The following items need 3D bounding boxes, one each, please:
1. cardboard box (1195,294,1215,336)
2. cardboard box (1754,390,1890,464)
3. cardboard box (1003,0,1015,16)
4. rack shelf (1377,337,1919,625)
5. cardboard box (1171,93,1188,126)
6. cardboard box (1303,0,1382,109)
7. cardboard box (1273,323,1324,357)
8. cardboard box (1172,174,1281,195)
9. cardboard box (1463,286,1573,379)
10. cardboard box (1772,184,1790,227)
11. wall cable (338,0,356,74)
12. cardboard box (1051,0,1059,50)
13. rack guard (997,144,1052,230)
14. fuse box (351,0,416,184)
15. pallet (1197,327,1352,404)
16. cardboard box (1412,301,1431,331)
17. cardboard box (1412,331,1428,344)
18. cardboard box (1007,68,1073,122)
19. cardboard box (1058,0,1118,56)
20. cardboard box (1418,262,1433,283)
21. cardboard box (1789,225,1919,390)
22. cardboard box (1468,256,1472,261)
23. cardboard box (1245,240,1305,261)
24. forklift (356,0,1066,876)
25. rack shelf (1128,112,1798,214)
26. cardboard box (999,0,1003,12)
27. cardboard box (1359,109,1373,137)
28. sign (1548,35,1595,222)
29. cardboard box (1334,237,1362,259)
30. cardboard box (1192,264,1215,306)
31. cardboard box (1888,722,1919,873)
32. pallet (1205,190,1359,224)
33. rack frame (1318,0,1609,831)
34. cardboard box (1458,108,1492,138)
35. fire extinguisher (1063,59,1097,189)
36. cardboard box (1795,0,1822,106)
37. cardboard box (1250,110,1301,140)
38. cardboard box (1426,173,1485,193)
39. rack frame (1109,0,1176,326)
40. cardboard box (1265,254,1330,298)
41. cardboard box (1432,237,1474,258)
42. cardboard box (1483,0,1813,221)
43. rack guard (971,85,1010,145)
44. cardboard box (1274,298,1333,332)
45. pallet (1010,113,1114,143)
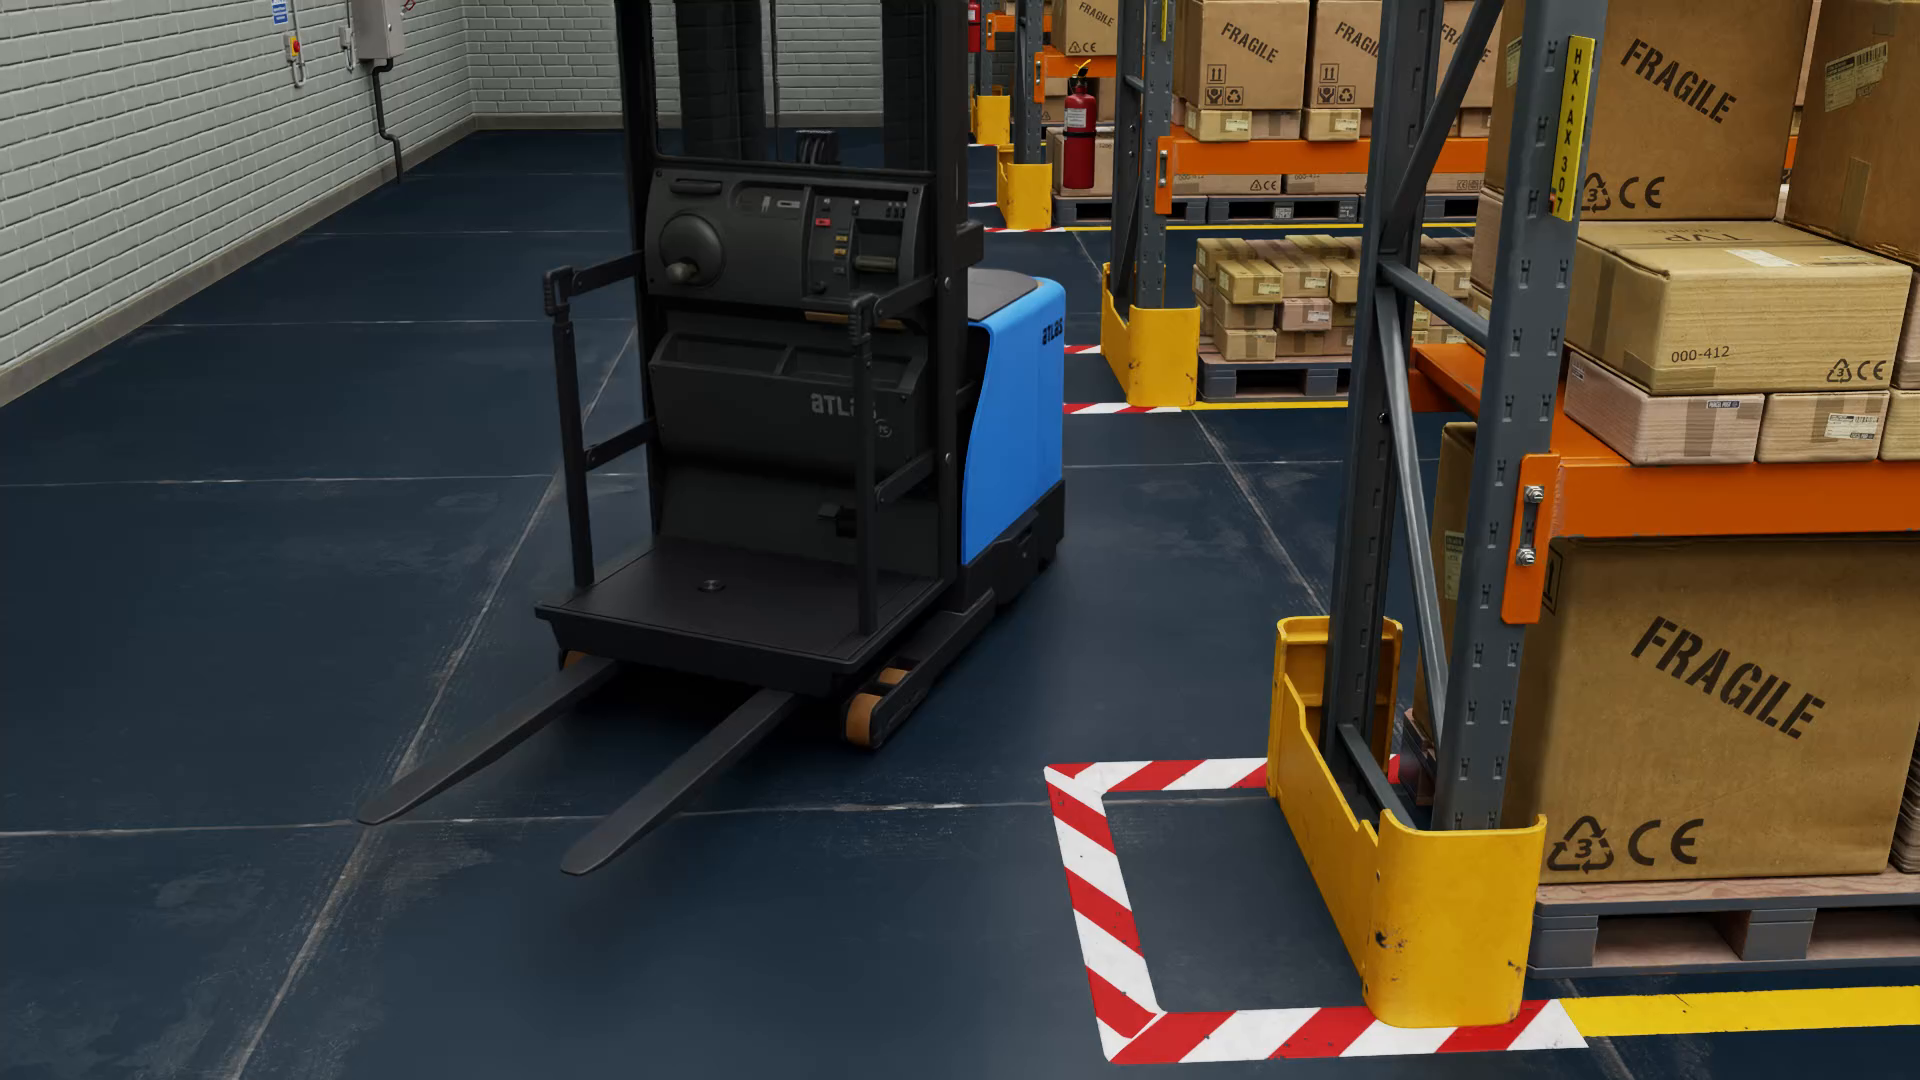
[{"bbox_3d":[1.433,-1.227,9.045,0.250,0.149,0.380,-1,21,-2],"label":"cardboard box"},{"bbox_3d":[1.731,-0.293,3.527,0.250,0.149,0.380,-1,21,-4],"label":"cardboard box"},{"bbox_3d":[0.593,-5.590,17.440,0.250,0.149,0.380,-1,21,-3],"label":"cardboard box"},{"bbox_3d":[3.099,-0.219,3.991,4.000,0.370,1.077,-1,21,-3],"label":"rack shelf"},{"bbox_3d":[1.229,-2.268,8.715,0.250,0.149,0.380,-1,21,-3],"label":"cardboard box"},{"bbox_3d":[1.916,-2.395,8.137,0.500,0.500,0.500,-1,21,-3],"label":"cardboard box"},{"bbox_3d":[1.718,-1.074,8.642,0.250,0.149,0.380,-1,21,-3],"label":"cardboard box"},{"bbox_3d":[2.102,-3.104,13.569,0.875,0.438,0.875,-1,21,-2],"label":"cardboard box"},{"bbox_3d":[1.439,-0.521,4.127,0.250,0.149,0.380,-1,21,-2],"label":"cardboard box"},{"bbox_3d":[2.077,-0.697,4.030,0.500,0.250,0.500,-2,21,-4],"label":"cardboard box"},{"bbox_3d":[-5.185,-4.890,13.822,0.122,1.984,0.588,-1,21,-3],"label":"wall cable"},{"bbox_3d":[1.003,-4.185,13.257,0.500,0.500,0.500,-1,21,-3],"label":"cardboard box"},{"bbox_3d":[0.512,-2.866,13.446,0.348,0.500,1.175,-1,21,-3],"label":"rack guard"},{"bbox_3d":[-5.066,-4.059,14.877,0.414,1.711,0.539,-1,21,-3],"label":"fuse box"},{"bbox_3d":[1.809,-0.981,8.900,1.213,0.211,1.003,-1,21,-3],"label":"pallet"},{"bbox_3d":[2.236,-1.189,8.527,0.250,0.149,0.380,-1,21,-1],"label":"cardboard box"},{"bbox_3d":[2.227,-1.047,8.573,0.250,0.149,0.380,-1,21,-2],"label":"cardboard box"},{"bbox_3d":[0.865,-4.806,17.947,0.637,0.503,0.797,-2,21,-5],"label":"cardboard box"},{"bbox_3d":[1.032,-3.989,12.742,0.500,0.500,0.500,-1,21,-3],"label":"cardboard box"},{"bbox_3d":[2.232,-1.353,8.538,0.250,0.149,0.380,-2,21,-6],"label":"cardboard box"},{"bbox_3d":[2.115,-0.510,3.537,0.500,0.250,0.500,-1,21,-4],"label":"cardboard box"},{"bbox_3d":[2.775,-1.344,8.516,0.250,0.149,0.380,-1,21,-2],"label":"cardboard box"},{"bbox_3d":[1.688,-1.506,8.941,0.250,0.149,0.380,-1,21,-2],"label":"cardboard box"},{"bbox_3d":[-0.626,-0.915,4.905,1.130,2.935,3.031,8,22,21],"label":"forklift"},{"bbox_3d":[2.916,-1.983,8.624,4.000,0.370,1.077,-1,21,-3],"label":"rack shelf"},{"bbox_3d":[0.565,-5.782,17.946,0.250,0.149,0.380,-1,21,-4],"label":"cardboard box"},{"bbox_3d":[2.036,-2.111,8.304,0.250,0.149,0.380,0,21,-1],"label":"cardboard box"},{"bbox_3d":[1.127,-0.759,3.070,0.005,0.325,0.100,-1,21,-3],"label":"sign"},{"bbox_3d":[2.201,-1.539,9.028,0.250,0.149,0.380,-2,21,-5],"label":"cardboard box"},{"bbox_3d":[1.430,-1.393,9.063,0.250,0.149,0.380,-2,21,-5],"label":"cardboard box"},{"bbox_3d":[2.645,0.222,4.217,0.875,0.875,0.875,-1,21,-3],"label":"cardboard box"},{"bbox_3d":[2.545,-2.799,13.677,1.213,0.211,1.003,-1,21,-3],"label":"pallet"},{"bbox_3d":[1.102,-0.514,3.756,0.127,3.000,1.000,-1,21,-3],"label":"rack frame"},{"bbox_3d":[2.556,-2.103,8.282,0.250,0.149,0.380,-2,21,-4],"label":"cardboard box"},{"bbox_3d":[0.642,-2.227,8.887,0.183,0.674,0.296,-1,21,-3],"label":"fire extinguisher"},{"bbox_3d":[3.928,-2.425,8.216,0.500,0.500,0.500,-2,21,-5],"label":"cardboard box"},{"bbox_3d":[1.513,-2.071,8.198,0.250,0.149,0.380,0,21,-1],"label":"cardboard box"},{"bbox_3d":[3.897,-3.140,13.664,0.875,0.438,0.875,-1,21,-4],"label":"cardboard box"},{"bbox_3d":[0.920,-2.278,8.389,0.127,3.000,1.000,-1,21,-3],"label":"rack frame"},{"bbox_3d":[1.730,-1.359,8.554,0.250,0.149,0.380,-1,21,-2],"label":"cardboard box"},{"bbox_3d":[2.736,-1.530,9.004,0.250,0.149,0.380,-2,21,-5],"label":"cardboard box"},{"bbox_3d":[1.573,-1.037,3.868,0.500,0.500,0.500,-1,21,-2],"label":"cardboard box"},{"bbox_3d":[0.325,-4.631,18.082,0.348,0.500,1.175,-1,21,-3],"label":"rack guard"},{"bbox_3d":[1.734,-1.186,8.519,0.250,0.149,0.380,-1,21,-3],"label":"cardboard box"},{"bbox_3d":[1.121,-4.513,18.177,1.213,0.211,1.003,-1,21,-3],"label":"pallet"}]
